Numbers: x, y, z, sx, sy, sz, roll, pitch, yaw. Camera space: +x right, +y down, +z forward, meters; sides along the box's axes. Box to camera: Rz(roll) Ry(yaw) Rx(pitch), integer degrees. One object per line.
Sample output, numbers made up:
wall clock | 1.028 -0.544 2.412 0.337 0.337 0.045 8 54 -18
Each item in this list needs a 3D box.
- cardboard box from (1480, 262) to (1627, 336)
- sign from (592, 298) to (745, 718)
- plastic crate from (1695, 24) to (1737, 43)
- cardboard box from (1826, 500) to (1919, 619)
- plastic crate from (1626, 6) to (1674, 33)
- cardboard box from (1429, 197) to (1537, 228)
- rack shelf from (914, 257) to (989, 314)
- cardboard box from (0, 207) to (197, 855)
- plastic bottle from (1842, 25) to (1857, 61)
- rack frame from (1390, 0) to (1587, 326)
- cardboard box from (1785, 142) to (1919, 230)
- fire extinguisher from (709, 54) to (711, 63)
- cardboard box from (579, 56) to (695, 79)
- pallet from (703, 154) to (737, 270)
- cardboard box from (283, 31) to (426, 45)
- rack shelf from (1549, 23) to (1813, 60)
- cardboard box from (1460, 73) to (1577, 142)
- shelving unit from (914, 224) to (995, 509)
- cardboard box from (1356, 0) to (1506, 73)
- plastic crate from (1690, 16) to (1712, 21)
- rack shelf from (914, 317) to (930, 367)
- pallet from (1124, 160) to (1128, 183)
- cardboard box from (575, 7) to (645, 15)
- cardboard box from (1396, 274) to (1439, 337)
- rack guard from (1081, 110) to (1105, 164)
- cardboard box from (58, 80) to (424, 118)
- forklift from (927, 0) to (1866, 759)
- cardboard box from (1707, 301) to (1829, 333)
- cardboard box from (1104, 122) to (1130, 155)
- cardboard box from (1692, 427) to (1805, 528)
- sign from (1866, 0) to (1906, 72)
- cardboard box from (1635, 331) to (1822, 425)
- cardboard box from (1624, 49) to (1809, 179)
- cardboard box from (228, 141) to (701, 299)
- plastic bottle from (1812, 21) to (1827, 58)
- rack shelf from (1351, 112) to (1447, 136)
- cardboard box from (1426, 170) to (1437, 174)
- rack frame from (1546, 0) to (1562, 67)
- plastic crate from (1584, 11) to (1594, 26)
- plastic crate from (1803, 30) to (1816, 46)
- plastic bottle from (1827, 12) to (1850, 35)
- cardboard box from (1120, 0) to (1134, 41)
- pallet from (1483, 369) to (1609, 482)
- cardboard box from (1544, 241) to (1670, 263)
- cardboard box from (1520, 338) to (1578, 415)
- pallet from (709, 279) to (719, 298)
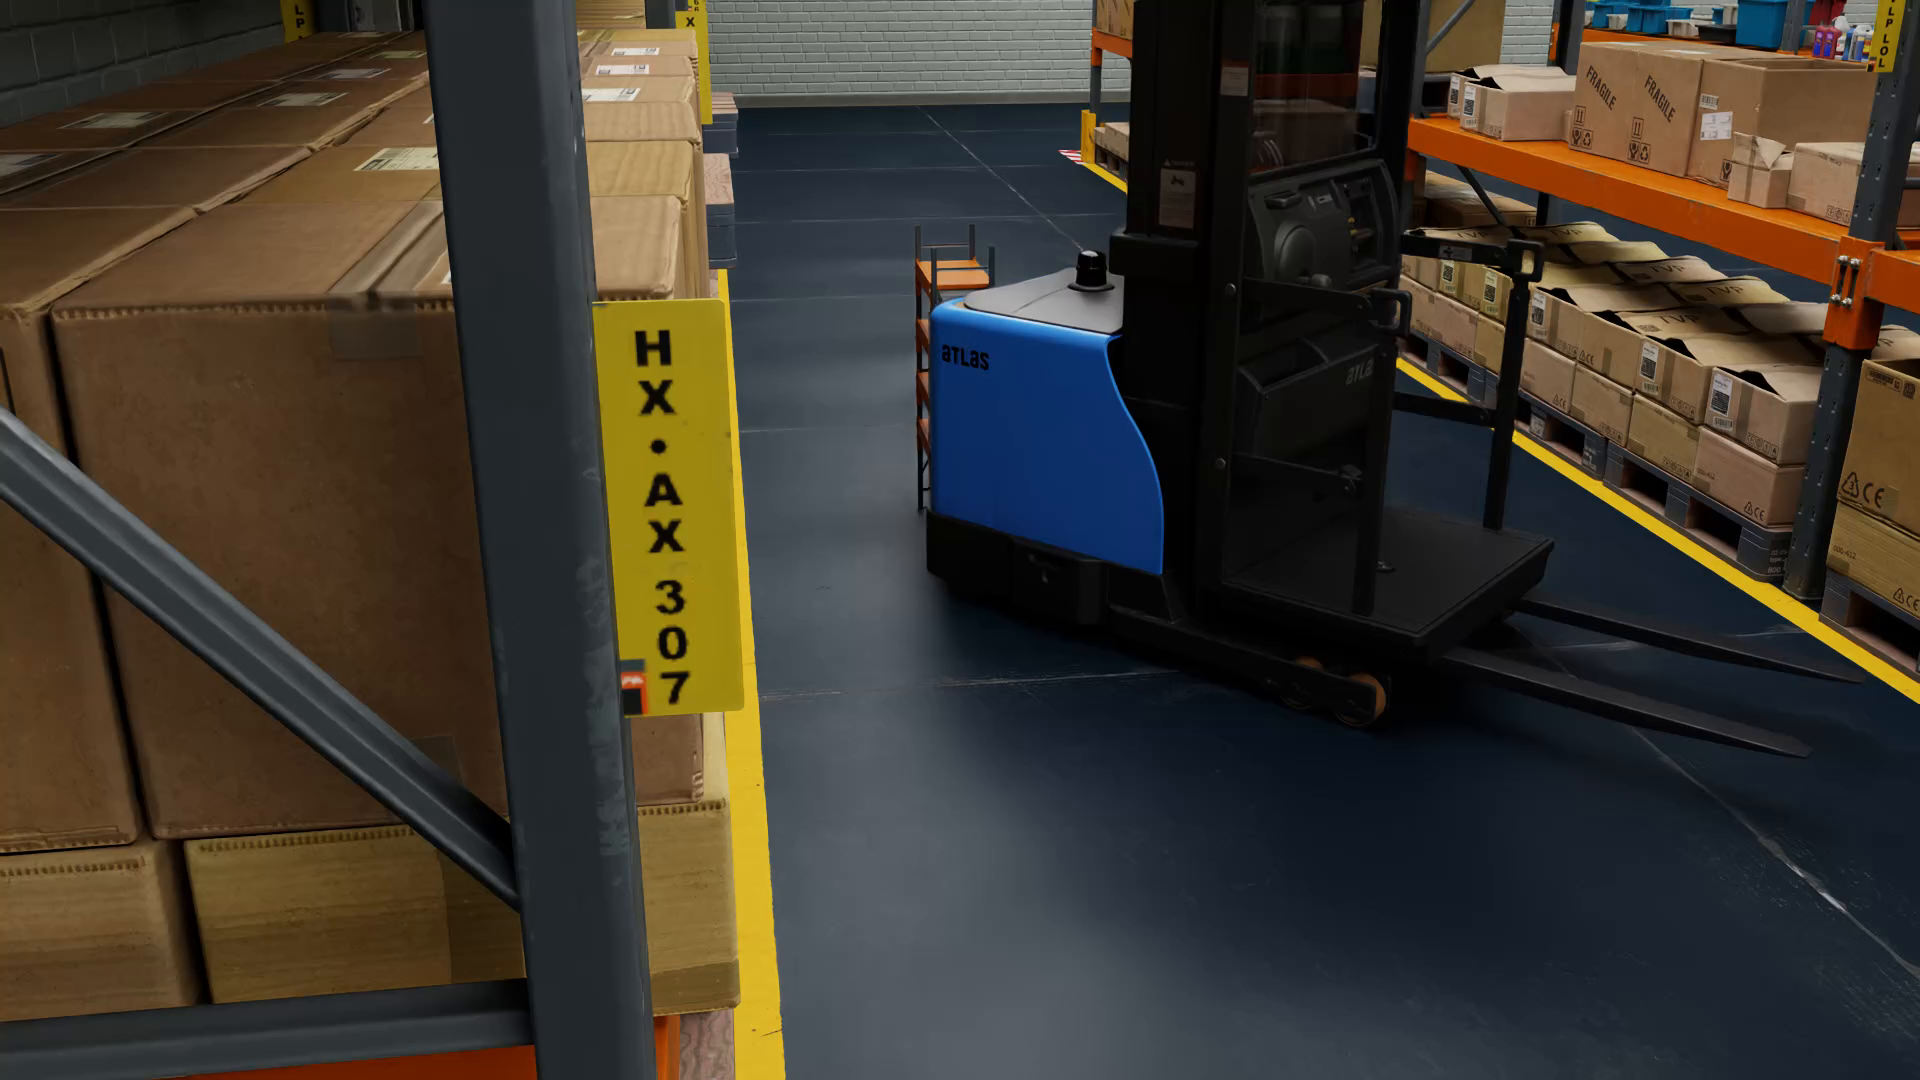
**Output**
cardboard box | 2.933 -1.223 8.231 0.500 0.311 0.500 -3 21 -9
sign | -0.218 -0.018 1.239 0.100 0.325 0.005 -3 21 -8
plastic crate | 6.892 -4.512 14.818 0.437 0.125 0.590 -3 21 -8
cardboard box | 3.337 0.047 5.634 0.500 0.250 0.500 -3 21 -8
plastic crate | 6.642 -5.016 16.012 0.416 0.233 0.300 -3 21 -8
cardboard box | 3.210 -1.813 10.226 0.500 0.500 0.500 -2 21 -5
rack shelf | -0.024 -0.988 6.522 0.258 0.148 0.480 -3 21 -8
cardboard box | -1.033 -0.028 1.617 0.500 0.500 0.500 -3 21 -8
plastic bottle | 7.018 -3.911 13.085 0.097 0.271 0.097 0 20 0
rack frame | 2.993 -2.606 9.405 1.000 3.000 0.127 -3 21 -8
cardboard box | 3.456 -1.319 6.174 0.500 0.250 0.500 -2 21 -4
fire extinguisher | -2.626 -4.989 16.430 0.296 0.674 0.183 -3 21 -8
cardboard box | -0.818 -0.764 3.590 0.500 0.500 0.500 -4 21 -9
pallet | -1.298 -1.152 5.787 1.003 0.211 1.213 -3 21 -8
cardboard box | -1.470 -1.087 4.453 0.500 0.500 0.500 -3 21 -9
rack shelf | 7.031 -4.595 15.759 1.077 0.370 4.000 -3 21 -8
cardboard box | 2.931 -2.244 8.566 0.500 0.311 0.500 -3 21 -8
shelving unit | -0.024 -0.619 6.660 0.258 1.200 0.503 -3 21 -8
cardboard box | 2.791 -3.062 9.883 0.700 0.500 0.500 -10 23 -26
plastic crate | 7.192 -4.958 15.994 0.298 0.136 0.250 -3 21 -8
rack shelf | -0.024 -0.766 6.605 0.258 0.148 0.480 -3 21 -8
pallet | 2.139 -3.345 15.372 1.003 0.211 1.213 -3 21 -8
cardboard box | -1.570 -1.821 6.532 0.700 0.500 0.500 0 20 0
cardboard box | 2.778 -1.318 9.288 0.500 0.250 0.500 -3 21 -8
rack guard | 1.851 -4.178 17.188 1.175 0.500 0.348 -3 21 -8
cardboard box | -1.247 -0.555 3.030 0.500 0.500 0.500 -3 21 -7
forklift | 1.336 -1.002 5.209 3.031 2.935 1.130 16 26 36
cardboard box | 3.614 -0.900 7.368 0.500 0.311 0.500 -4 21 -10
cardboard box | 1.710 -3.918 16.220 0.500 0.250 0.500 -3 21 -8
cardboard box | 3.223 -0.258 6.450 0.500 0.250 0.500 -3 21 -8
sign | 3.034 -1.695 5.426 0.100 0.325 0.005 -3 21 -8
cardboard box | 3.147 -0.698 6.825 0.500 0.311 0.500 -2 21 -6
cardboard box | 3.327 -1.890 7.347 0.500 0.500 0.500 -3 21 -8
cardboard box | -0.588 -0.227 2.151 0.500 0.500 0.500 -3 21 -8
plastic bottle | 6.950 -4.036 13.402 0.061 0.283 0.133 -3 21 -8
rack shelf | 2.705 -2.961 11.385 1.077 0.370 4.000 -3 21 -8
cardboard box | 2.982 -2.348 11.660 0.500 0.500 0.500 -4 21 -10
rack frame | 6.742 -5.624 17.487 1.000 3.000 0.127 -3 21 -8
plastic crate | 6.416 -5.311 16.941 0.250 0.136 0.298 -3 21 -8
plastic crate | 7.393 -4.312 14.265 0.396 0.136 0.243 -3 21 -8
plastic bottle | 7.055 -4.064 13.380 0.144 0.351 0.185 -3 21 -8
cardboard box | 1.792 -4.903 15.414 0.500 0.500 0.500 -3 21 -8
pallet | 3.246 -0.591 7.996 1.003 0.211 1.213 -3 21 -8
cardboard box | 3.394 -1.428 8.782 0.500 0.311 0.500 -3 21 -9
cardboard box | 3.006 -0.787 7.865 0.500 0.250 0.500 -2 21 -7
pallet | -1.947 -1.325 9.962 1.003 0.211 1.213 -3 21 -8
